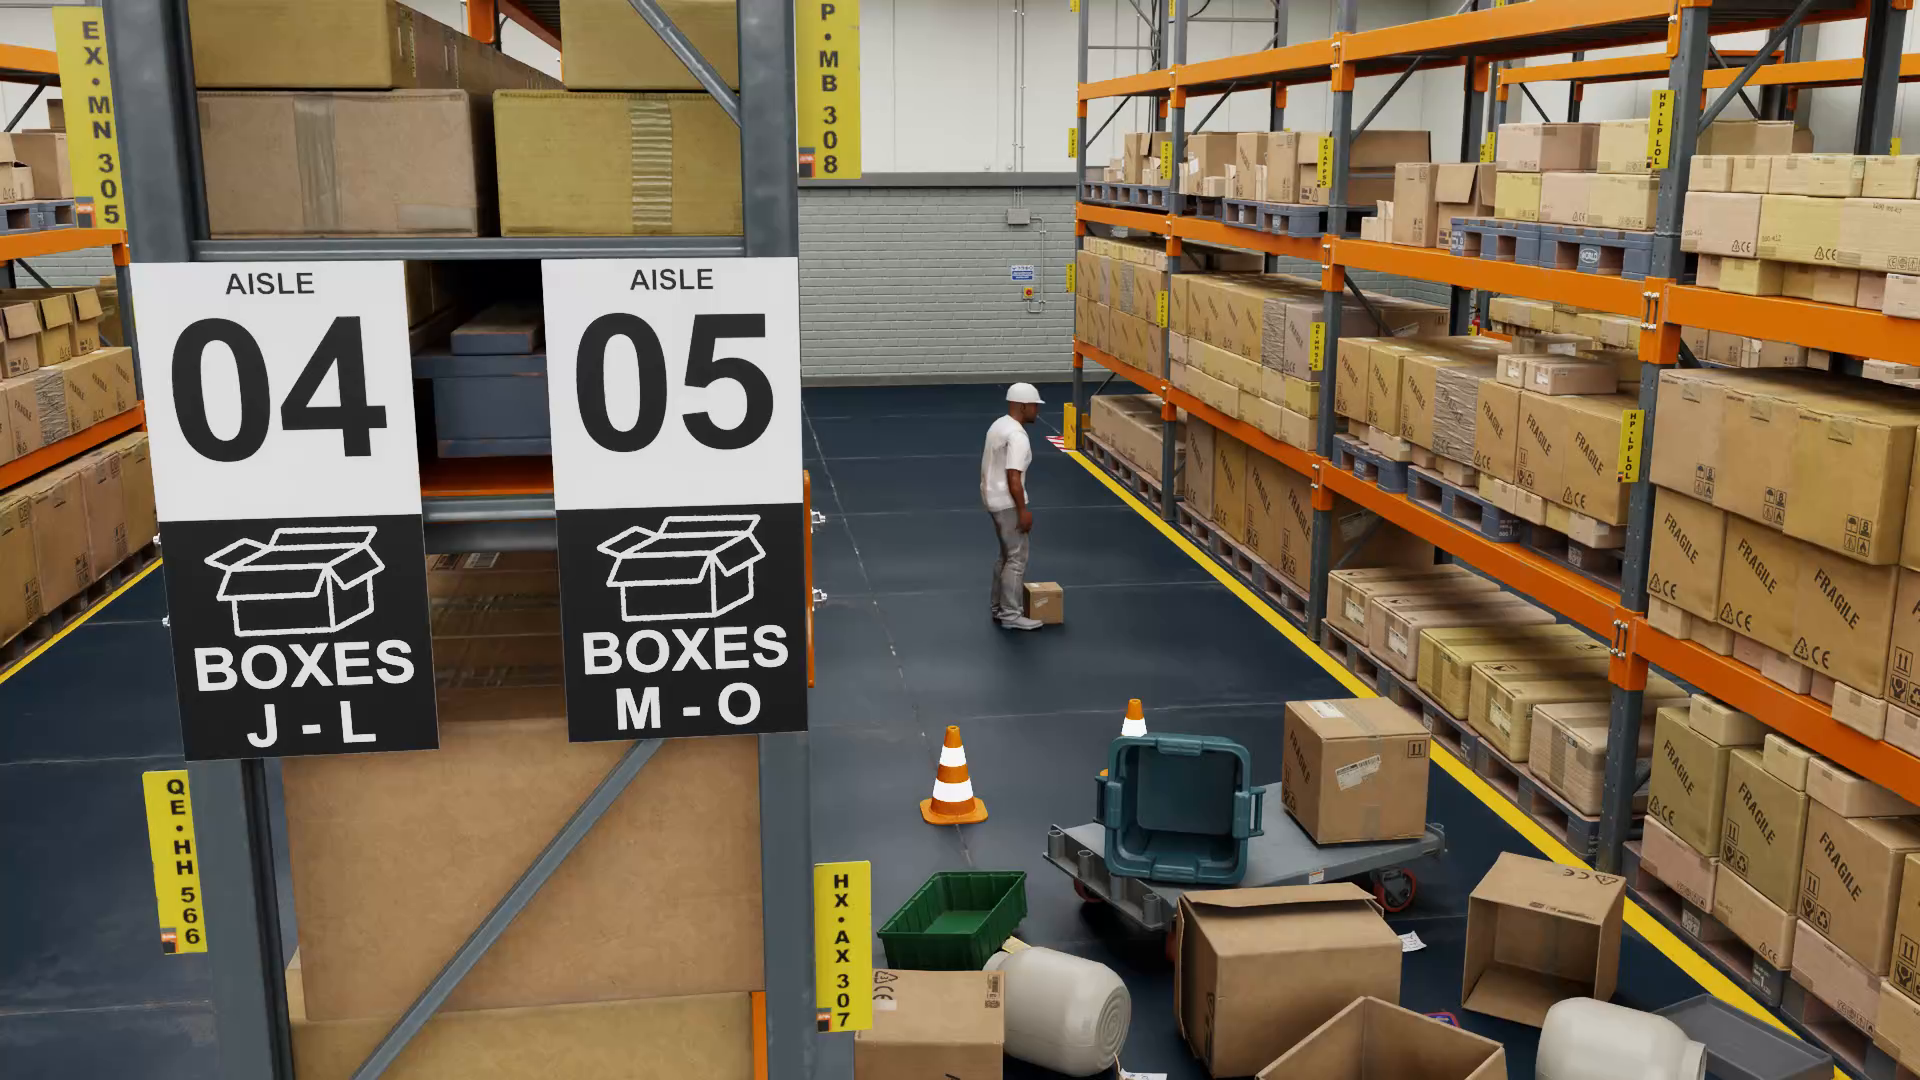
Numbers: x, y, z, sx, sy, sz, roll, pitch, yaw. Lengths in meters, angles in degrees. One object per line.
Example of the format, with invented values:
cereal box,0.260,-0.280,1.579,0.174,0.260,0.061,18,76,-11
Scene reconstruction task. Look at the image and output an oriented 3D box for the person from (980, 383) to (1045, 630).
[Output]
person,0.393,-0.260,12.062,0.462,1.760,0.635,-2,13,-9
